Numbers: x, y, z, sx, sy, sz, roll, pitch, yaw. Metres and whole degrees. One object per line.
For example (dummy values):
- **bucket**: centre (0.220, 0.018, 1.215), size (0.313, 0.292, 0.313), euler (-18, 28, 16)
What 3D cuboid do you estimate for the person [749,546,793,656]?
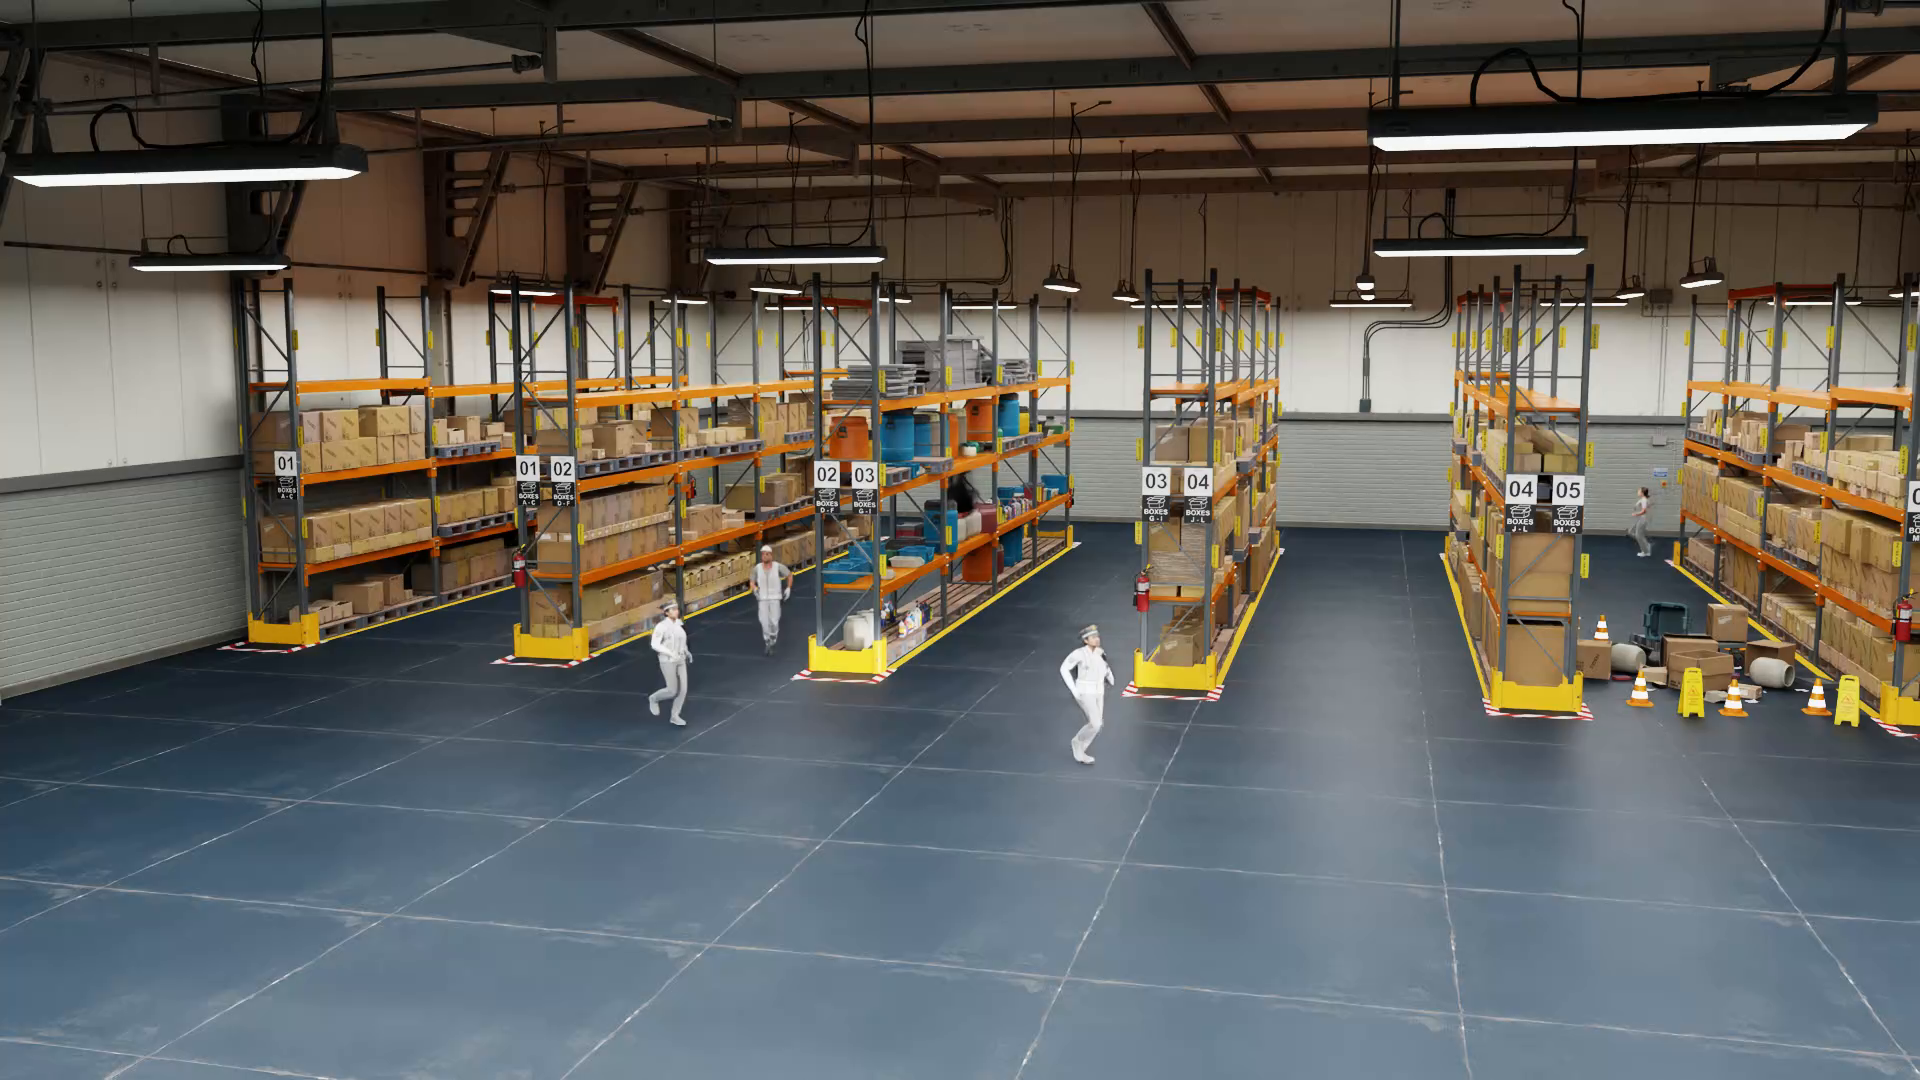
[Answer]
- **person**: centre (-3.025, 0.967, 26.412), size (0.673, 1.751, 0.656), euler (0, 7, 4)

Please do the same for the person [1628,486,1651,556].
- **person**: centre (15.796, -0.436, 38.586), size (0.514, 1.626, 0.598), euler (3, 7, 23)

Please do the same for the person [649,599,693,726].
- **person**: centre (-3.789, 1.578, 21.763), size (0.620, 1.657, 0.616), euler (5, 8, 35)

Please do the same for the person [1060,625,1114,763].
- **person**: centre (1.554, 1.822, 19.607), size (0.667, 1.661, 0.532), euler (-6, 9, -39)
